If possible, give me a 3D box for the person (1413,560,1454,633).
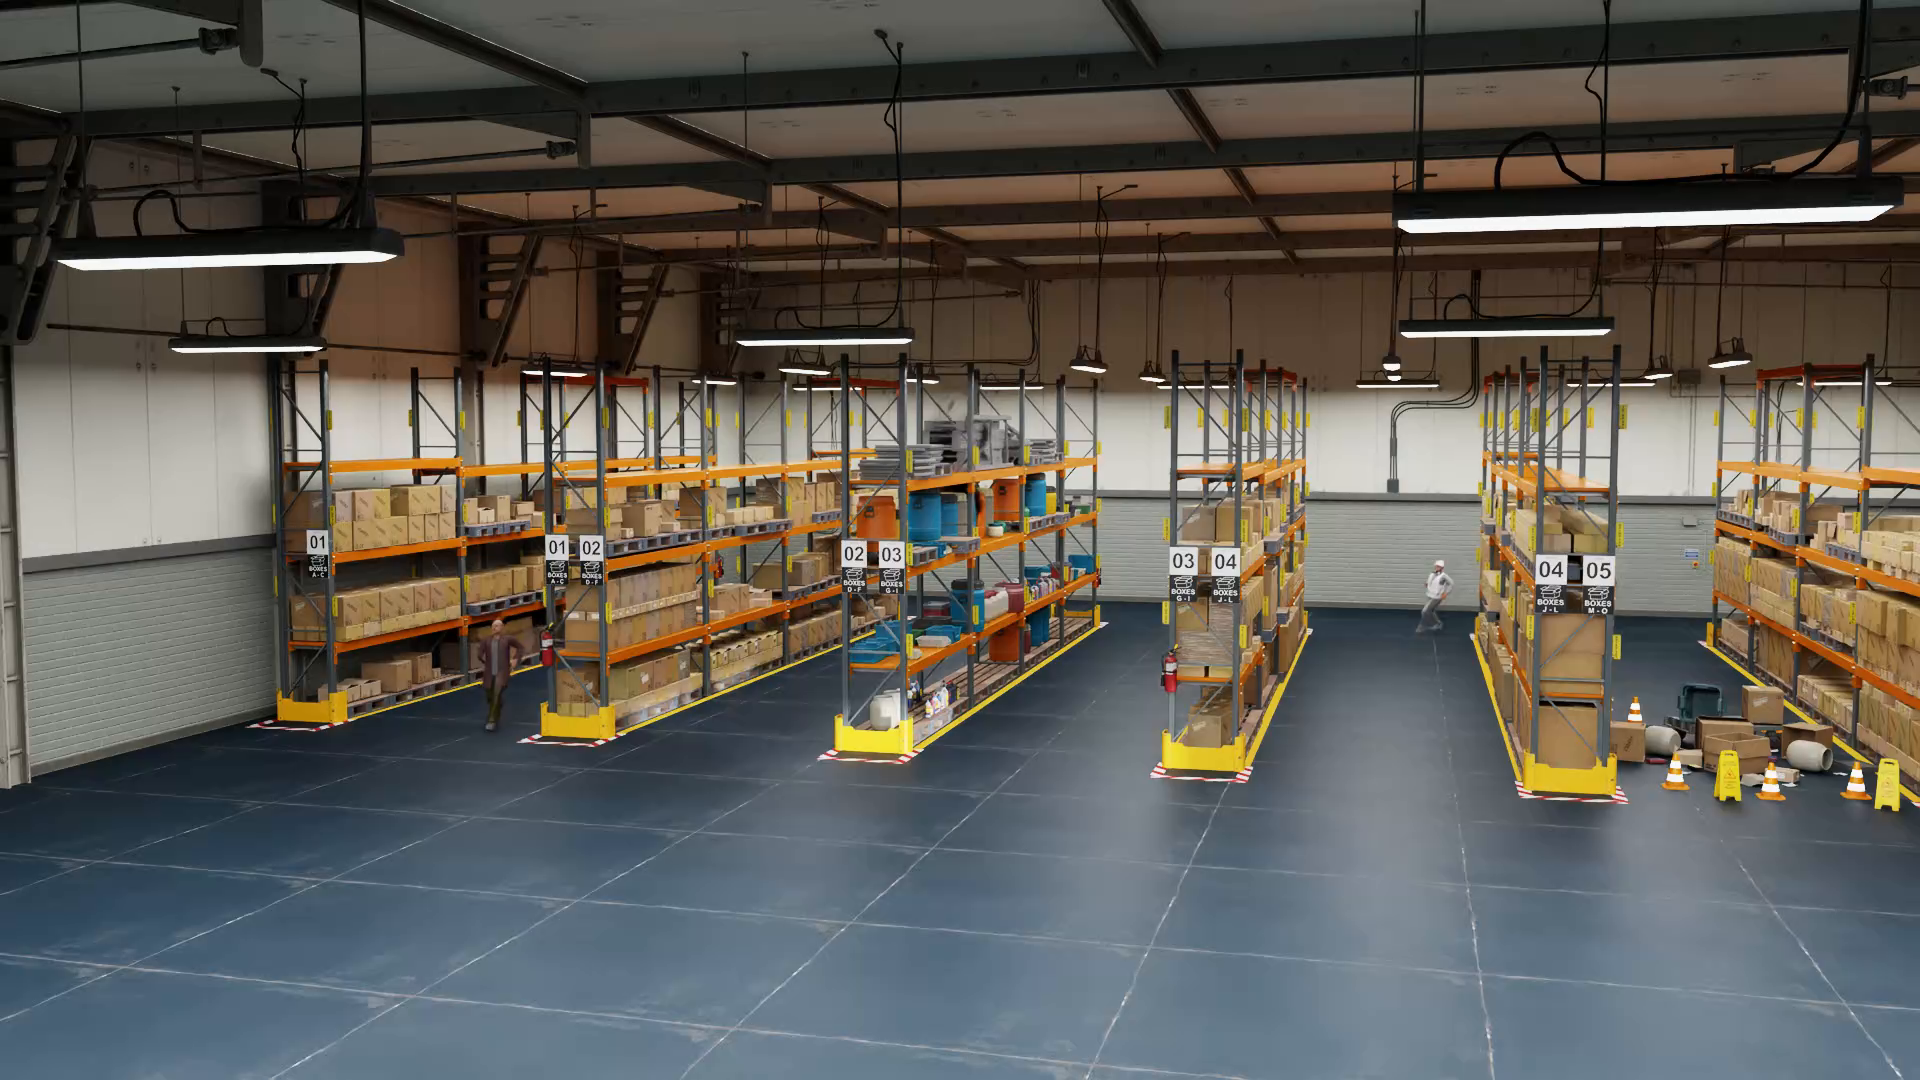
[{"bbox_3d":[11.094,1.337,39.024,0.769,1.751,0.656,-1,4,-13],"label":"person"}]

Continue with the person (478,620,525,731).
[{"bbox_3d":[-7.559,2.178,27.113,0.723,1.720,1.059,1,4,8],"label":"person"}]
